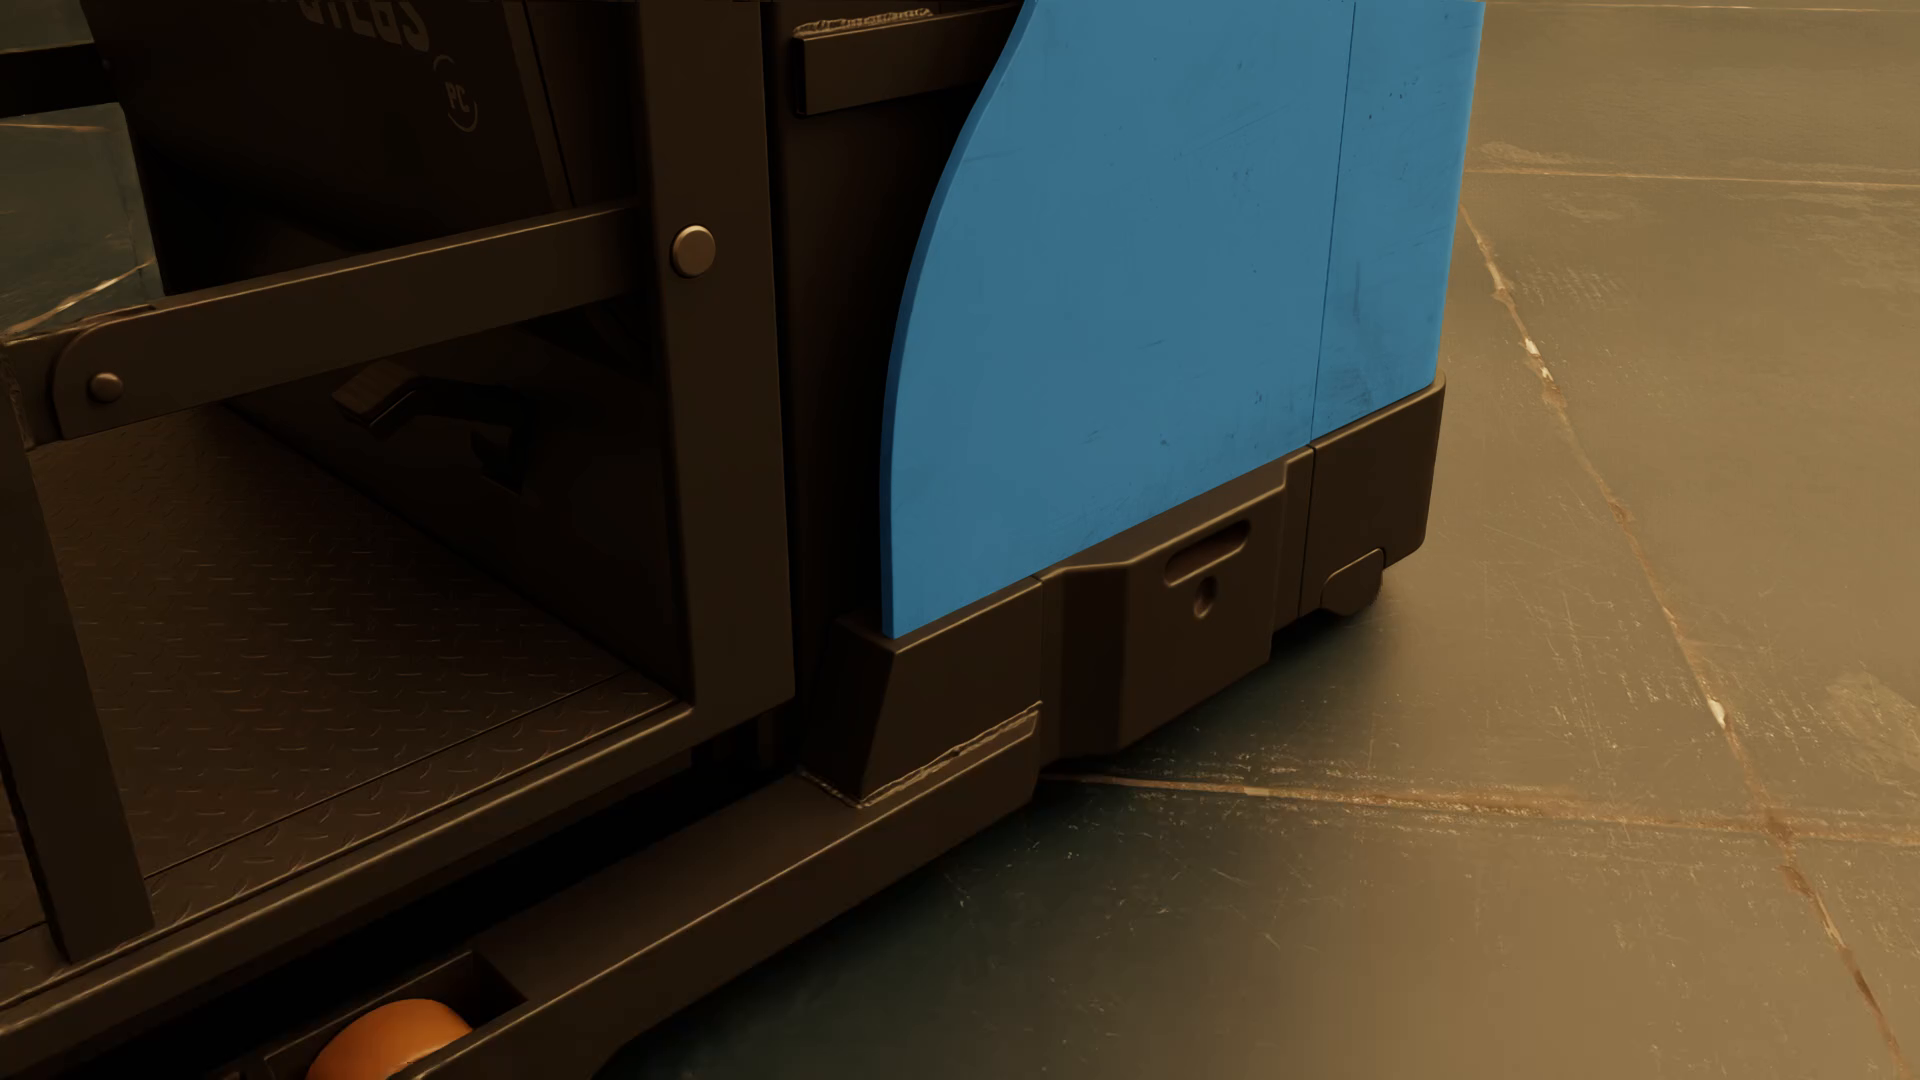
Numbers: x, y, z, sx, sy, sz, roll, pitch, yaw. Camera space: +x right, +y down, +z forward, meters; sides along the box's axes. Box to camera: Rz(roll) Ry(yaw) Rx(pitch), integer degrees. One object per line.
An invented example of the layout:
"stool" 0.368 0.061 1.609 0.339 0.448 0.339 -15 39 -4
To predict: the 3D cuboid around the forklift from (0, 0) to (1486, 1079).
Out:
"forklift" -0.746 -0.957 1.134 3.031 2.935 1.130 -24 35 -39
